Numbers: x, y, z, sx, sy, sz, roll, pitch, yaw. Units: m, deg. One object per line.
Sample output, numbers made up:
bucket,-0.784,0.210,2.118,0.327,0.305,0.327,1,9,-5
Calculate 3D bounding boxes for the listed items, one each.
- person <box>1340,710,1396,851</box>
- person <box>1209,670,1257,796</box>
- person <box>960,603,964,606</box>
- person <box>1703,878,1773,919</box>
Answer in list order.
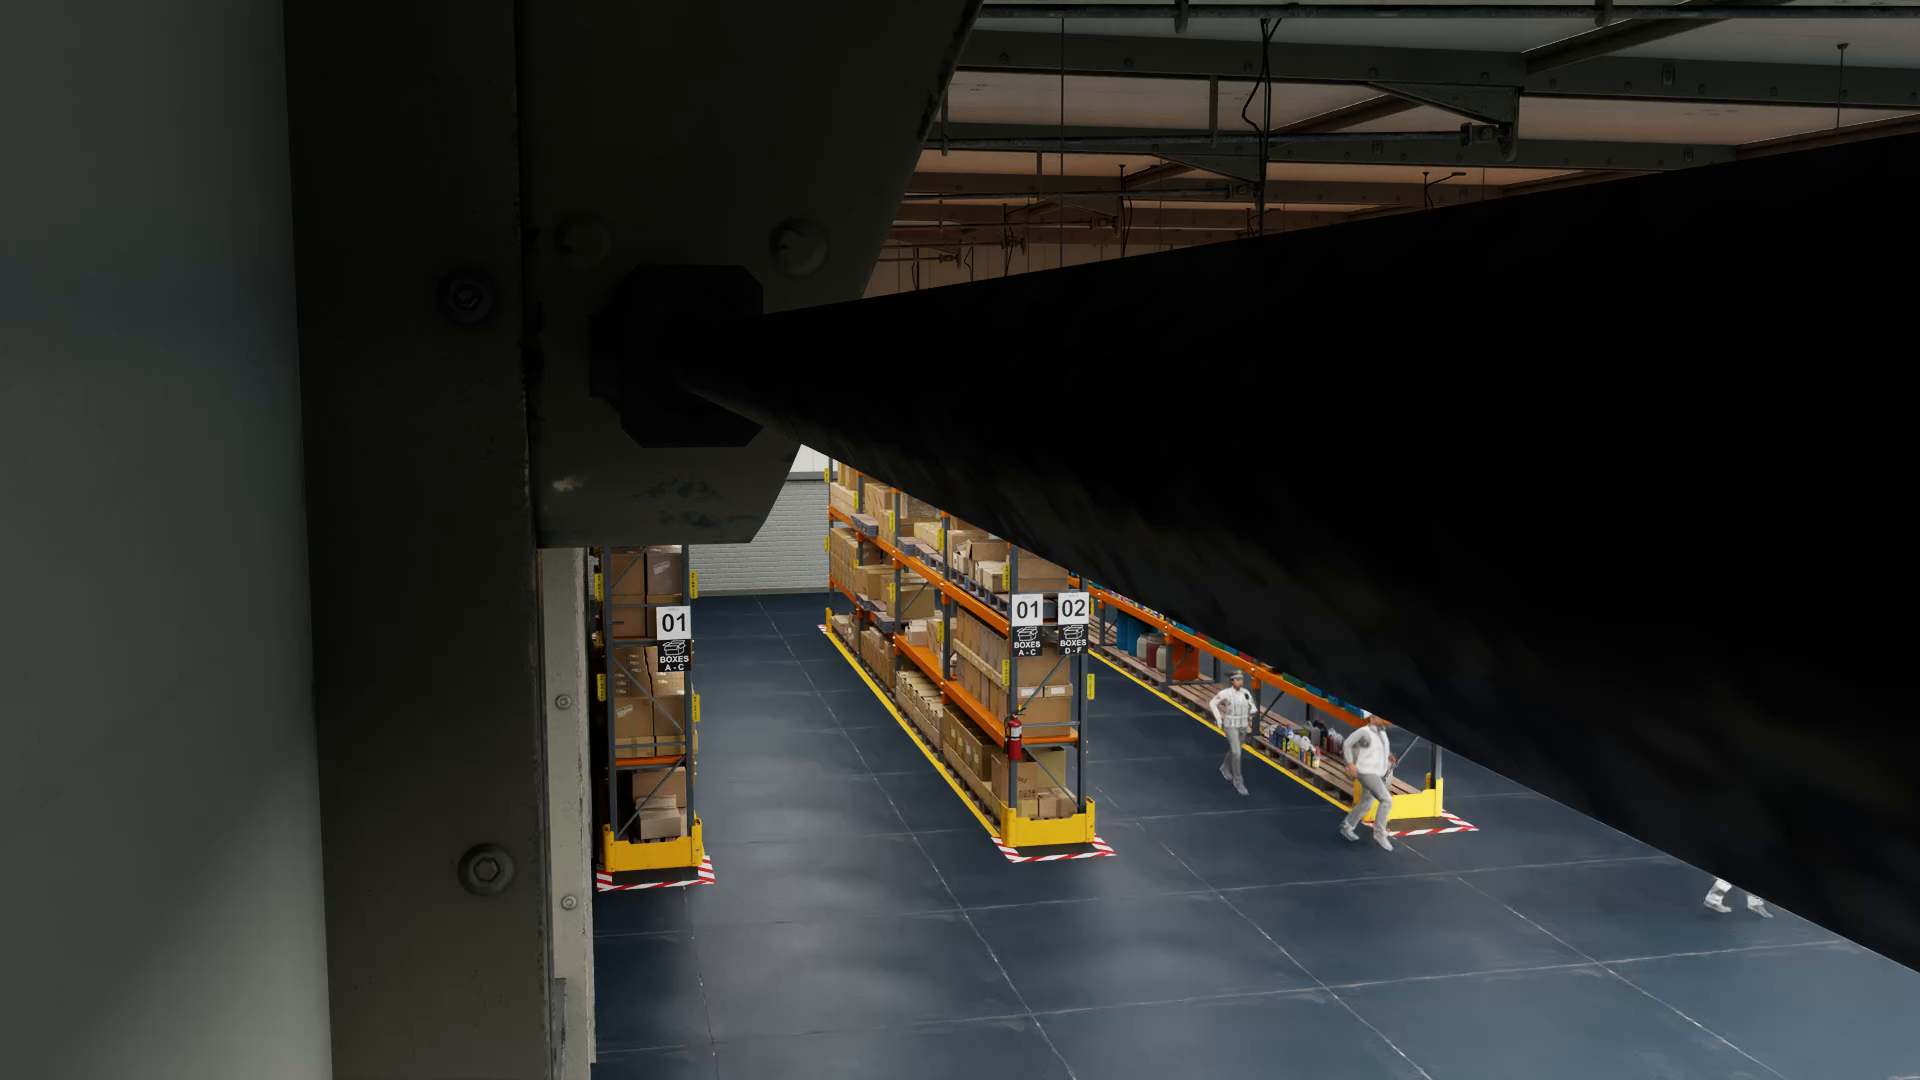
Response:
person,5.234,2.965,21.051,0.756,1.752,0.644,5,9,38
person,3.909,2.679,23.614,0.593,1.727,0.854,-3,7,-25
person,0.167,1.396,34.209,0.674,1.840,0.908,-2,7,-20
person,8.588,3.271,18.248,0.758,1.837,0.637,1,7,11
